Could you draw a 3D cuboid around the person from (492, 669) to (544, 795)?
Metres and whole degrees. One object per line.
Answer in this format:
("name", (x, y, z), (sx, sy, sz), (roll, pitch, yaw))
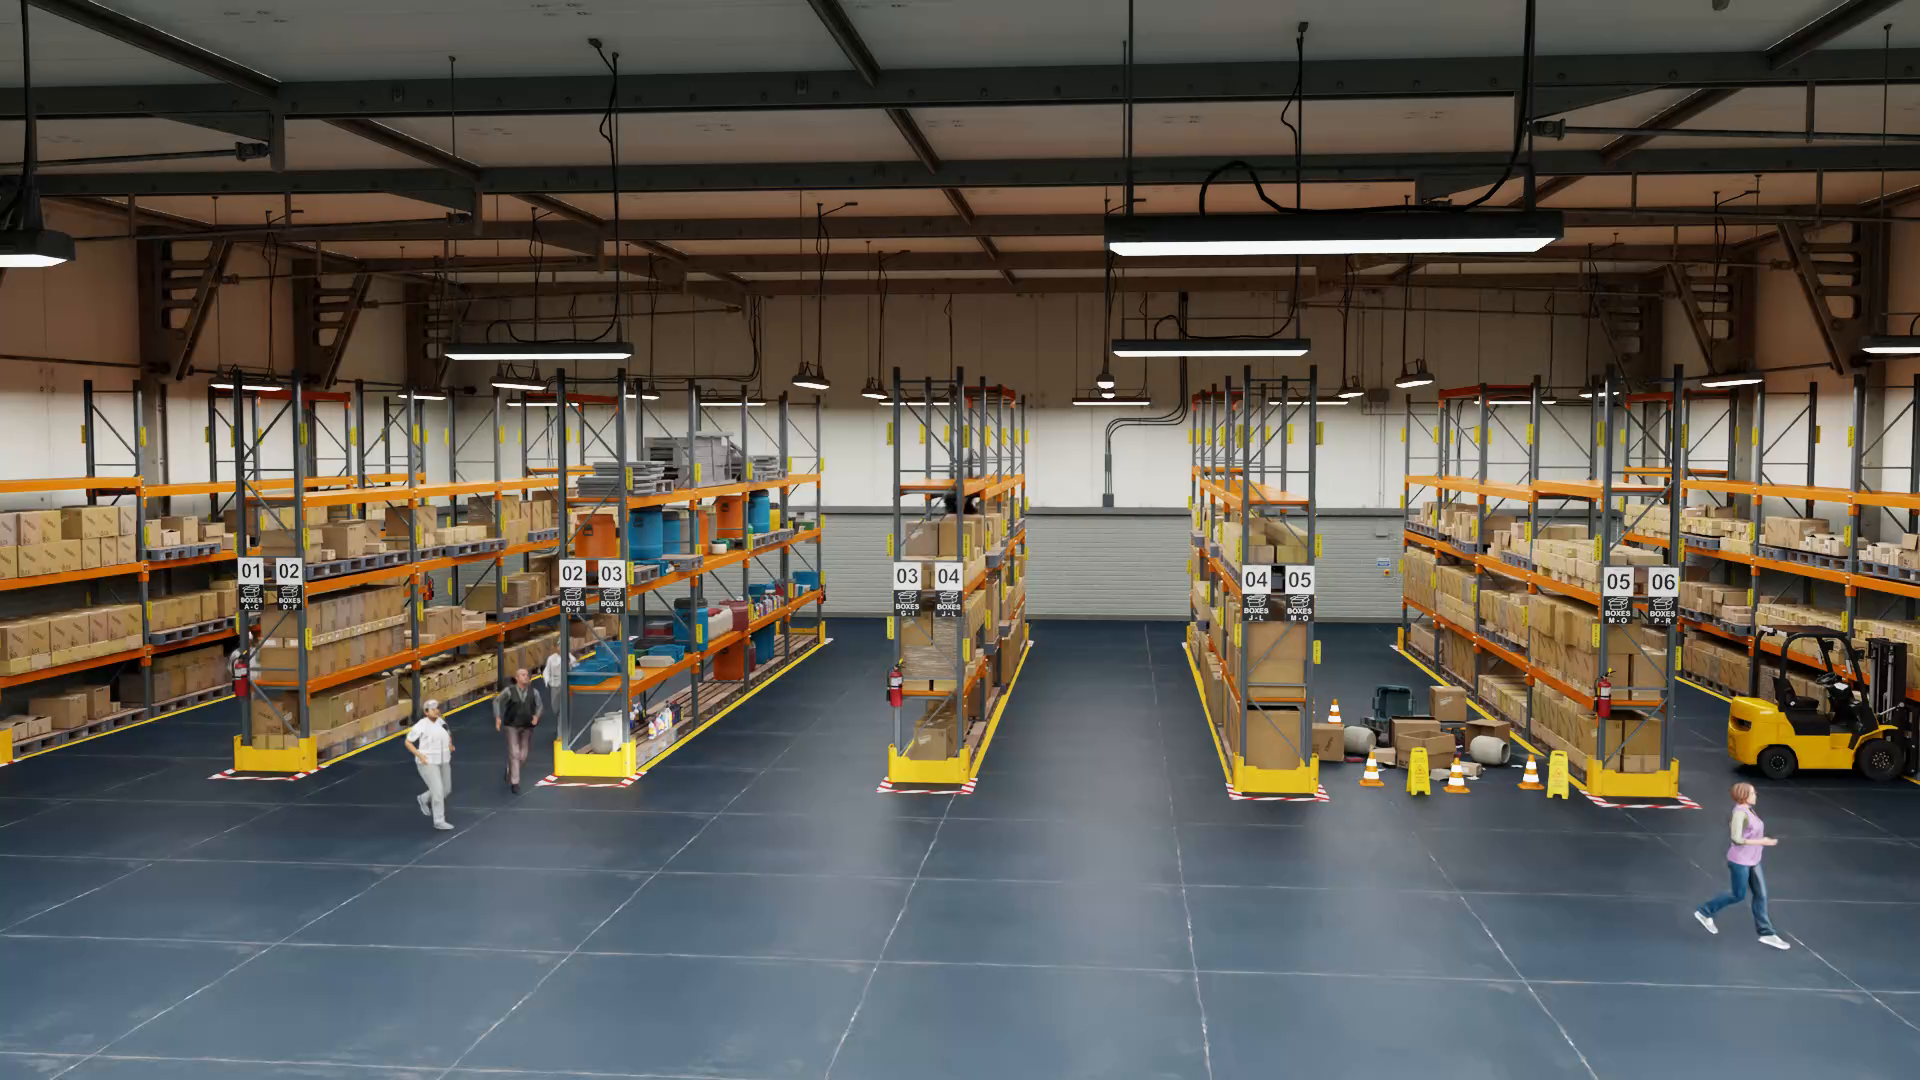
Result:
("person", (-6.250, 2.695, 23.649), (0.697, 1.703, 0.796), (-2, 4, -29))

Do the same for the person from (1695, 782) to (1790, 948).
("person", (7.689, 3.158, 16.312), (0.873, 1.580, 0.545), (3, 5, 42))

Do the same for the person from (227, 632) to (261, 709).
("person", (-11.838, 2.418, 27.651), (0.669, 1.829, 0.726), (0, 4, 4))

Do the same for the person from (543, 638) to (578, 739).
("person", (-6.664, 2.454, 27.856), (0.619, 1.676, 0.721), (0, 4, -5))

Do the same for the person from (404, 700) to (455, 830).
("person", (-6.772, 2.860, 21.323), (0.803, 1.632, 0.620), (2, 4, 33))
